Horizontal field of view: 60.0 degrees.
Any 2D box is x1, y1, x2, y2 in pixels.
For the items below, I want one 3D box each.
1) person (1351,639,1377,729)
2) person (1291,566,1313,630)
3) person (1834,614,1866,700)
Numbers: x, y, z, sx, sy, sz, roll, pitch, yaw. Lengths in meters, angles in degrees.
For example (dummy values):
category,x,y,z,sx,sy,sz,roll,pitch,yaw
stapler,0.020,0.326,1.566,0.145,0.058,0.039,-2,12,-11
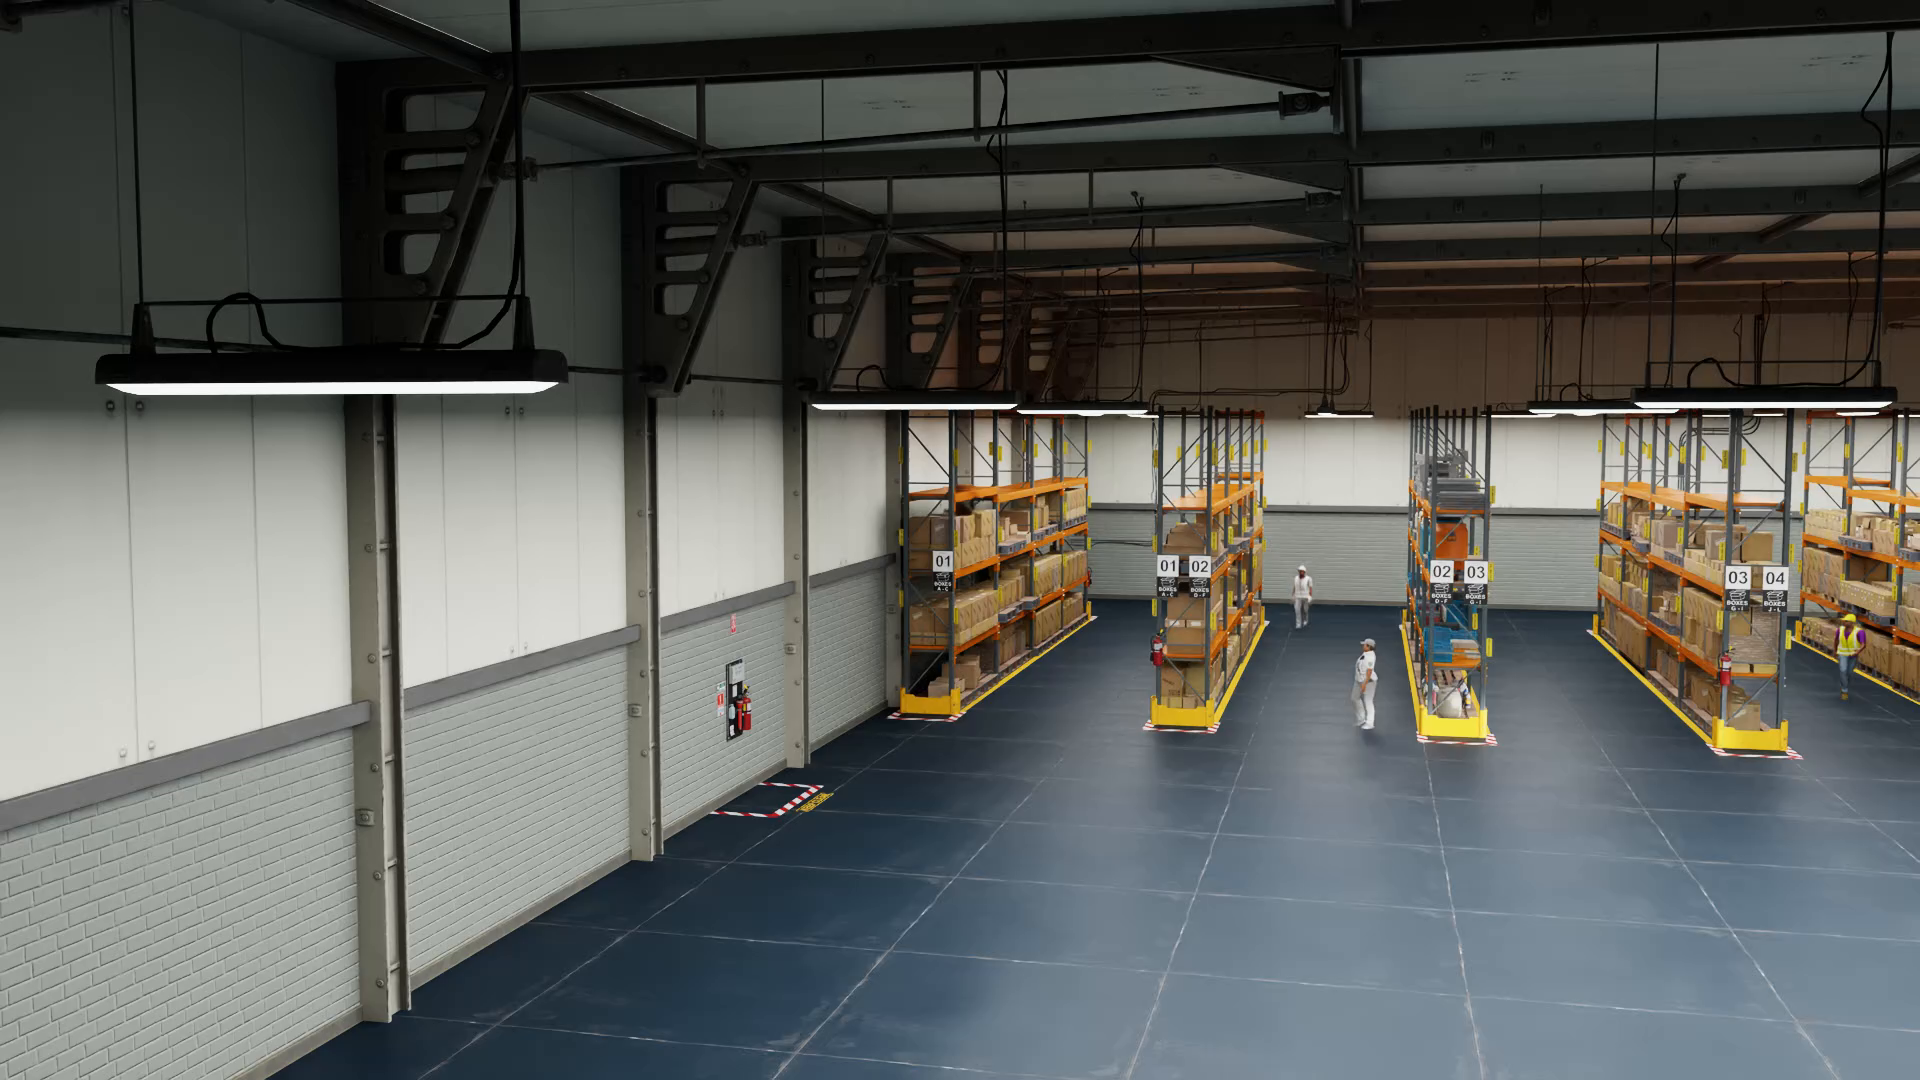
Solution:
category,x,y,z,sx,sy,sz,roll,pitch,yaw
person,7.553,2.691,31.055,0.427,1.717,0.550,-1,4,-16
person,9.393,1.581,45.666,0.574,1.738,1.092,1,4,11
person,18.460,2.398,34.462,0.495,1.743,1.003,1,4,15
